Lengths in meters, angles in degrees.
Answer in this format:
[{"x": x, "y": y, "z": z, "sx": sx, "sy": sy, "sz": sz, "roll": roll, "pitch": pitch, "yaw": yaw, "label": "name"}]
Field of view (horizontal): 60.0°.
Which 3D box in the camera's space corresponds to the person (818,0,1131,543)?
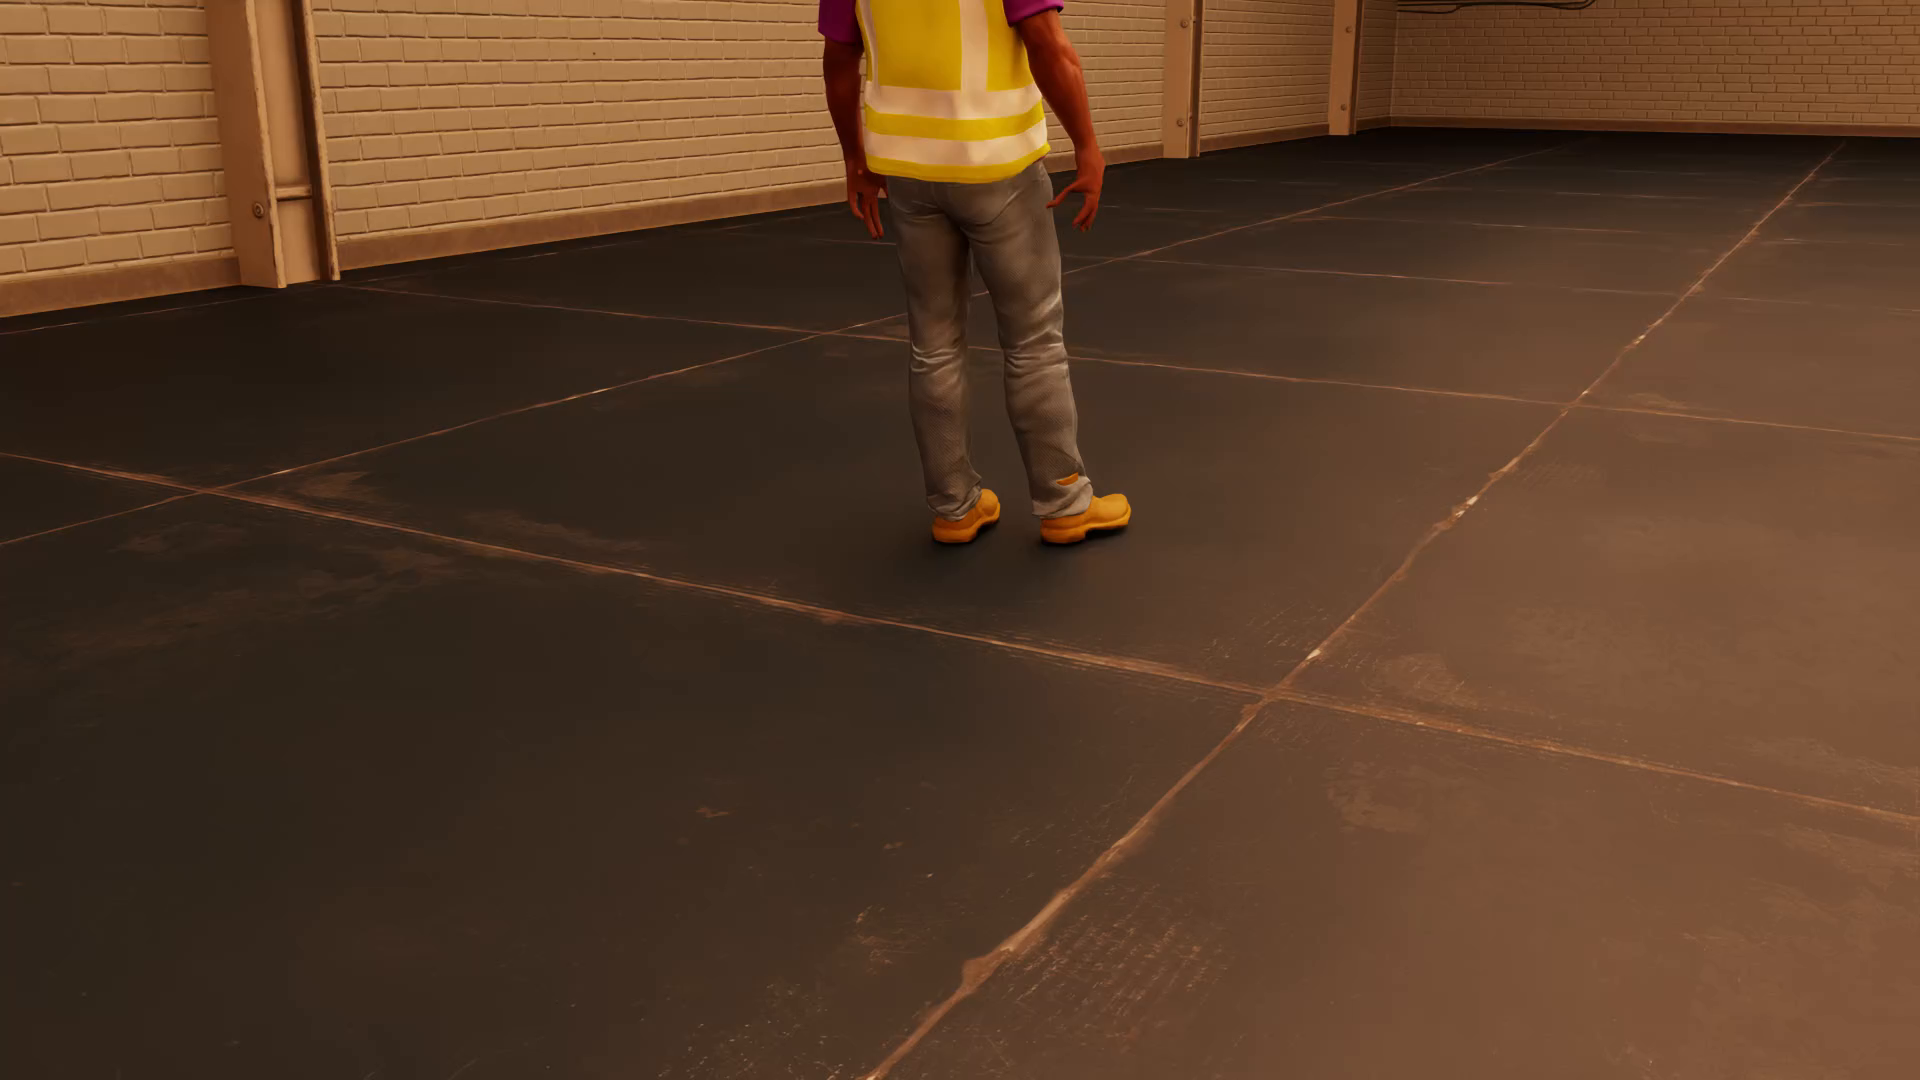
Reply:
[{"x": 0.040, "y": -0.871, "z": 3.845, "sx": 0.665, "sy": 1.768, "sz": 0.575, "roll": 9, "pitch": 19, "yaw": 28, "label": "person"}]
